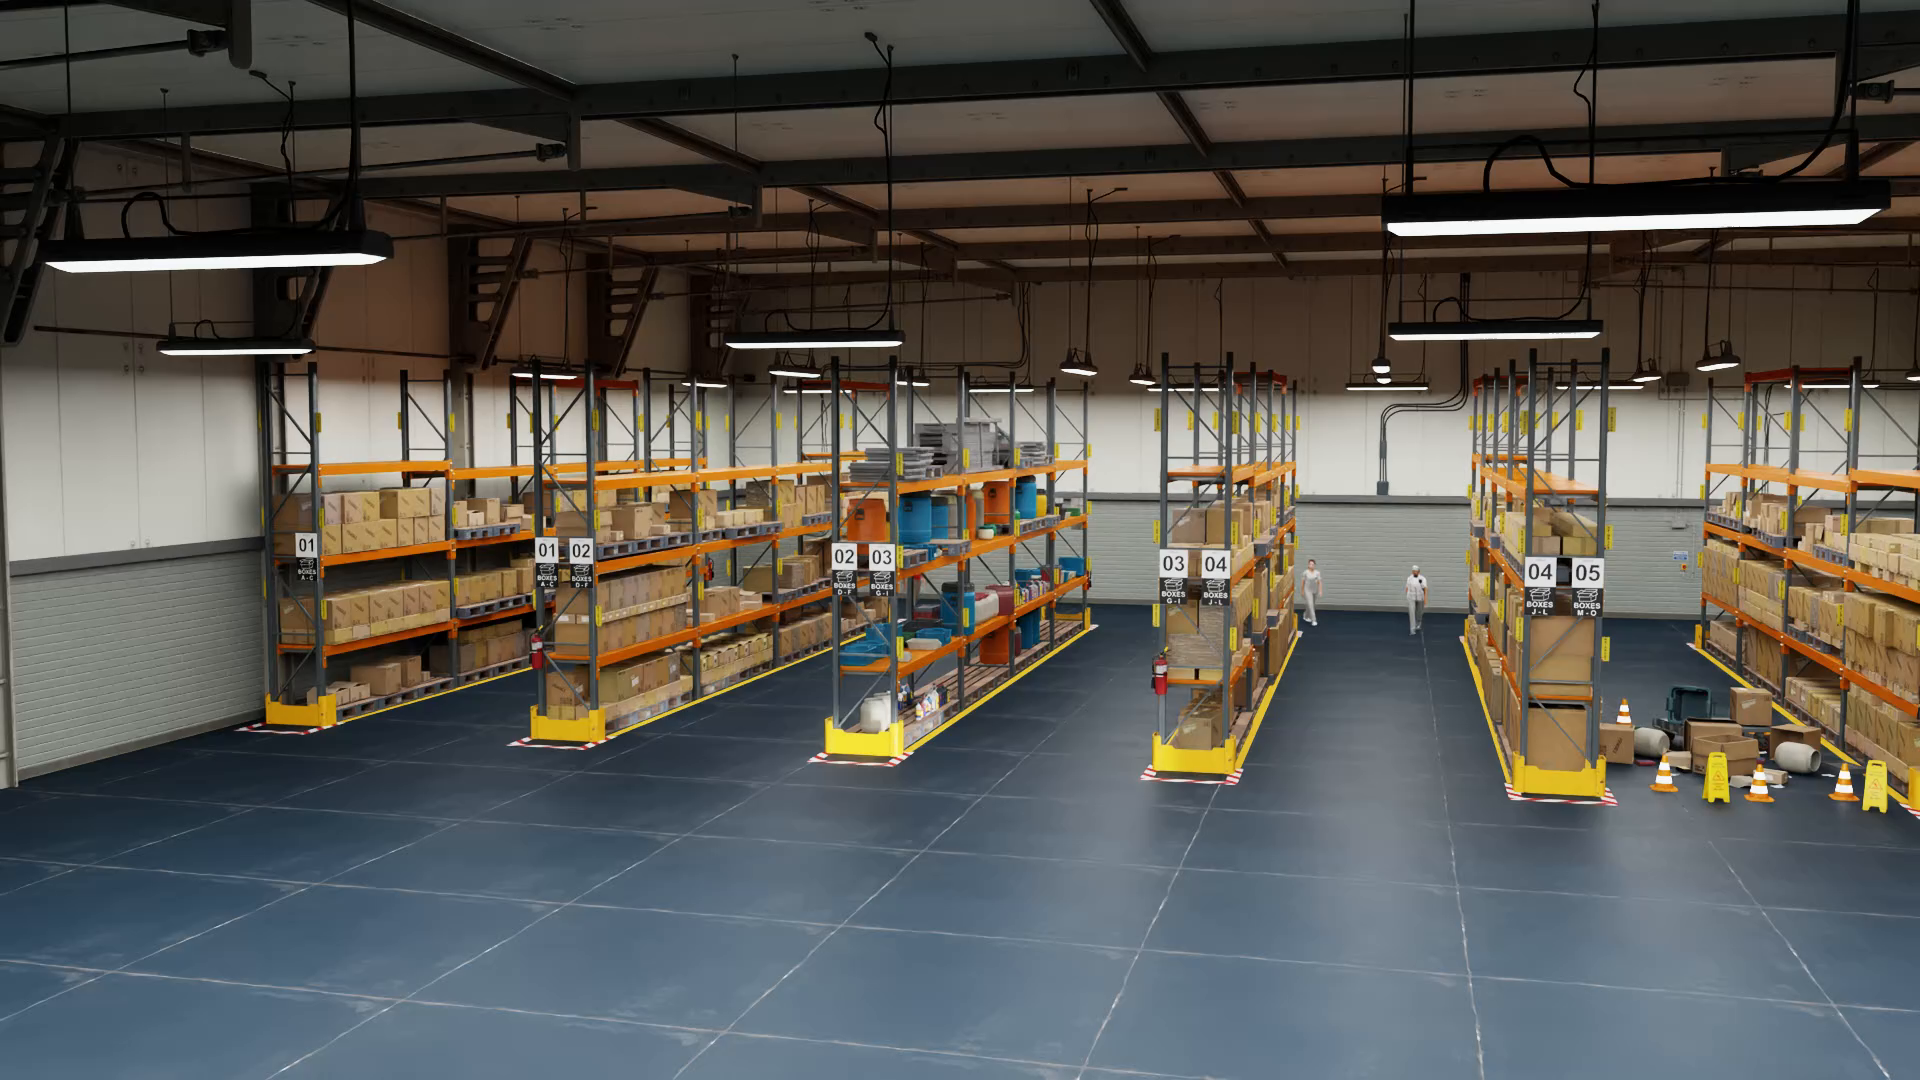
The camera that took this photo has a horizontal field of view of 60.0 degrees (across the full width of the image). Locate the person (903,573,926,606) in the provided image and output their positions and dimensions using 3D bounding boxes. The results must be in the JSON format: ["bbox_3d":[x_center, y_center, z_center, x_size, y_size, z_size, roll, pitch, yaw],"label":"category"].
[{"bbox_3d":[-1.190,1.114,43.089,0.554,1.657,1.125,-1,4,-20],"label":"person"}]

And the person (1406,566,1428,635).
[{"bbox_3d":[10.852,1.405,39.499,0.485,1.604,1.022,1,4,12],"label":"person"}]

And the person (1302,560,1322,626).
[{"bbox_3d":[8.700,1.282,41.129,0.434,1.603,1.106,-1,4,-12],"label":"person"}]
